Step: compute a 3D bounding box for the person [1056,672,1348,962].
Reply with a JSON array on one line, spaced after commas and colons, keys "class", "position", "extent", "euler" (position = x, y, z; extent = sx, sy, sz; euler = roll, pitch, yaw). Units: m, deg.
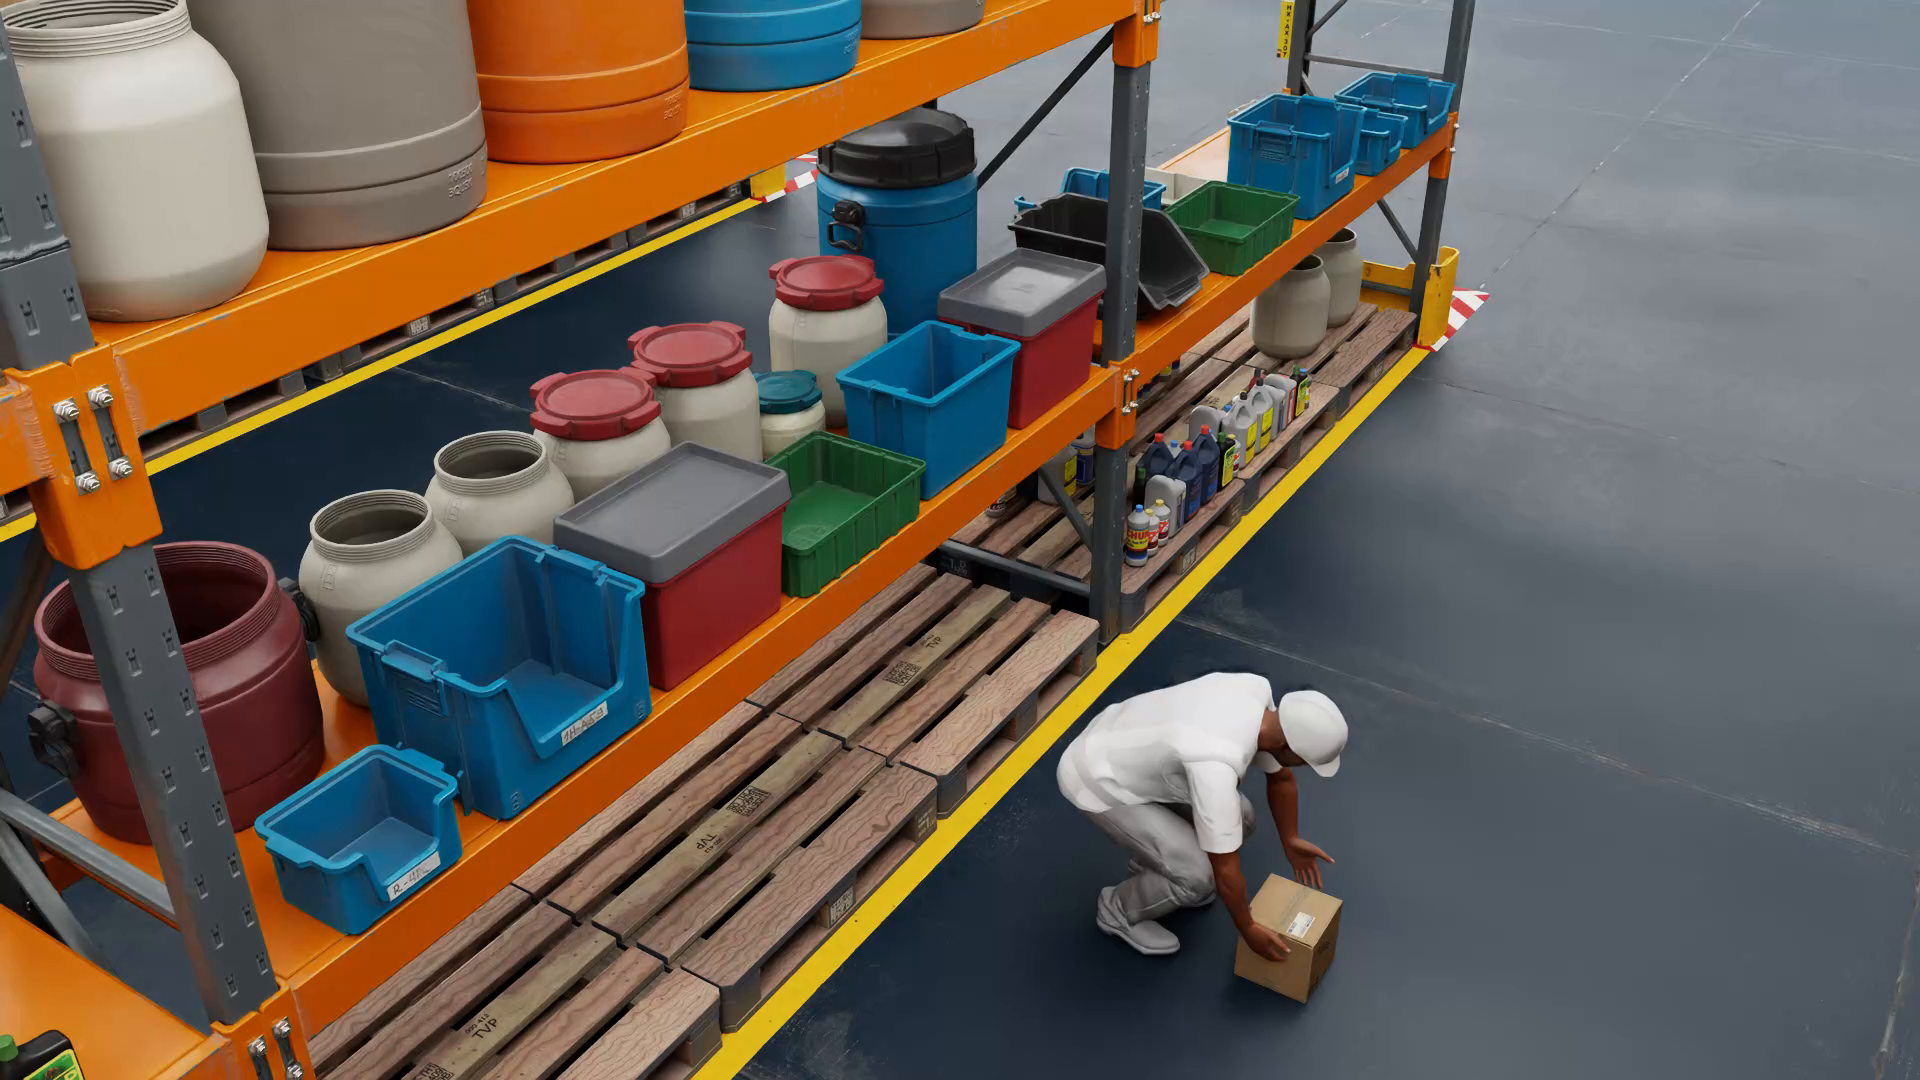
[{"class": "person", "position": [0.777, 0.837, 5.400], "extent": [0.884, 1.038, 0.593], "euler": [18, 35, 27]}]
